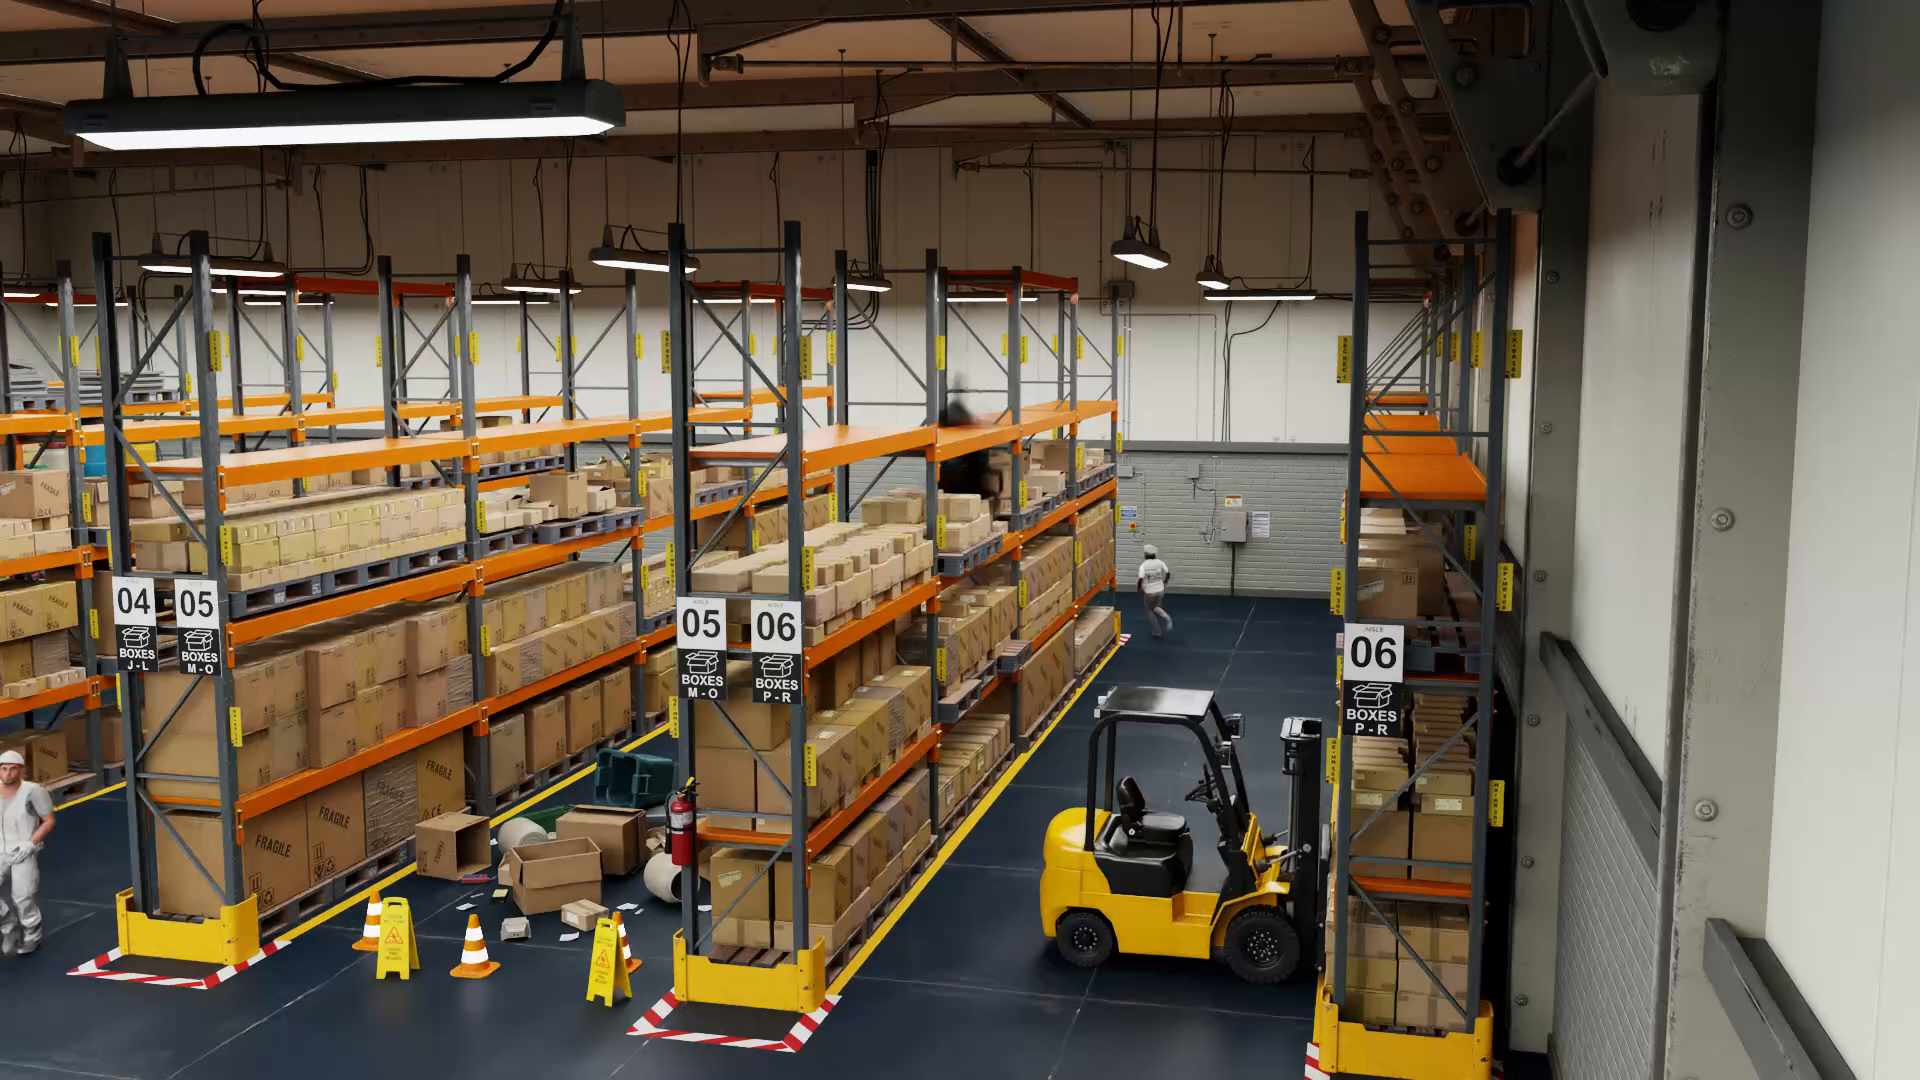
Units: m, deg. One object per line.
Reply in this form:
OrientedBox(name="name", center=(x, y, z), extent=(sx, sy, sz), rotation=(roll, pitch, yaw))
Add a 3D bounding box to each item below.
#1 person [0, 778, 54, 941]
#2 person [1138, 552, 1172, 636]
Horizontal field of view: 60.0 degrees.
OrientedBox(name="person", center=(-7.875, 2.703, 13.826), extent=(0.638, 1.458, 0.583), rotation=(0, 7, 1))
OrientedBox(name="person", center=(3.300, 0.899, 28.602), extent=(0.615, 1.580, 0.552), rotation=(-3, 8, -25))
